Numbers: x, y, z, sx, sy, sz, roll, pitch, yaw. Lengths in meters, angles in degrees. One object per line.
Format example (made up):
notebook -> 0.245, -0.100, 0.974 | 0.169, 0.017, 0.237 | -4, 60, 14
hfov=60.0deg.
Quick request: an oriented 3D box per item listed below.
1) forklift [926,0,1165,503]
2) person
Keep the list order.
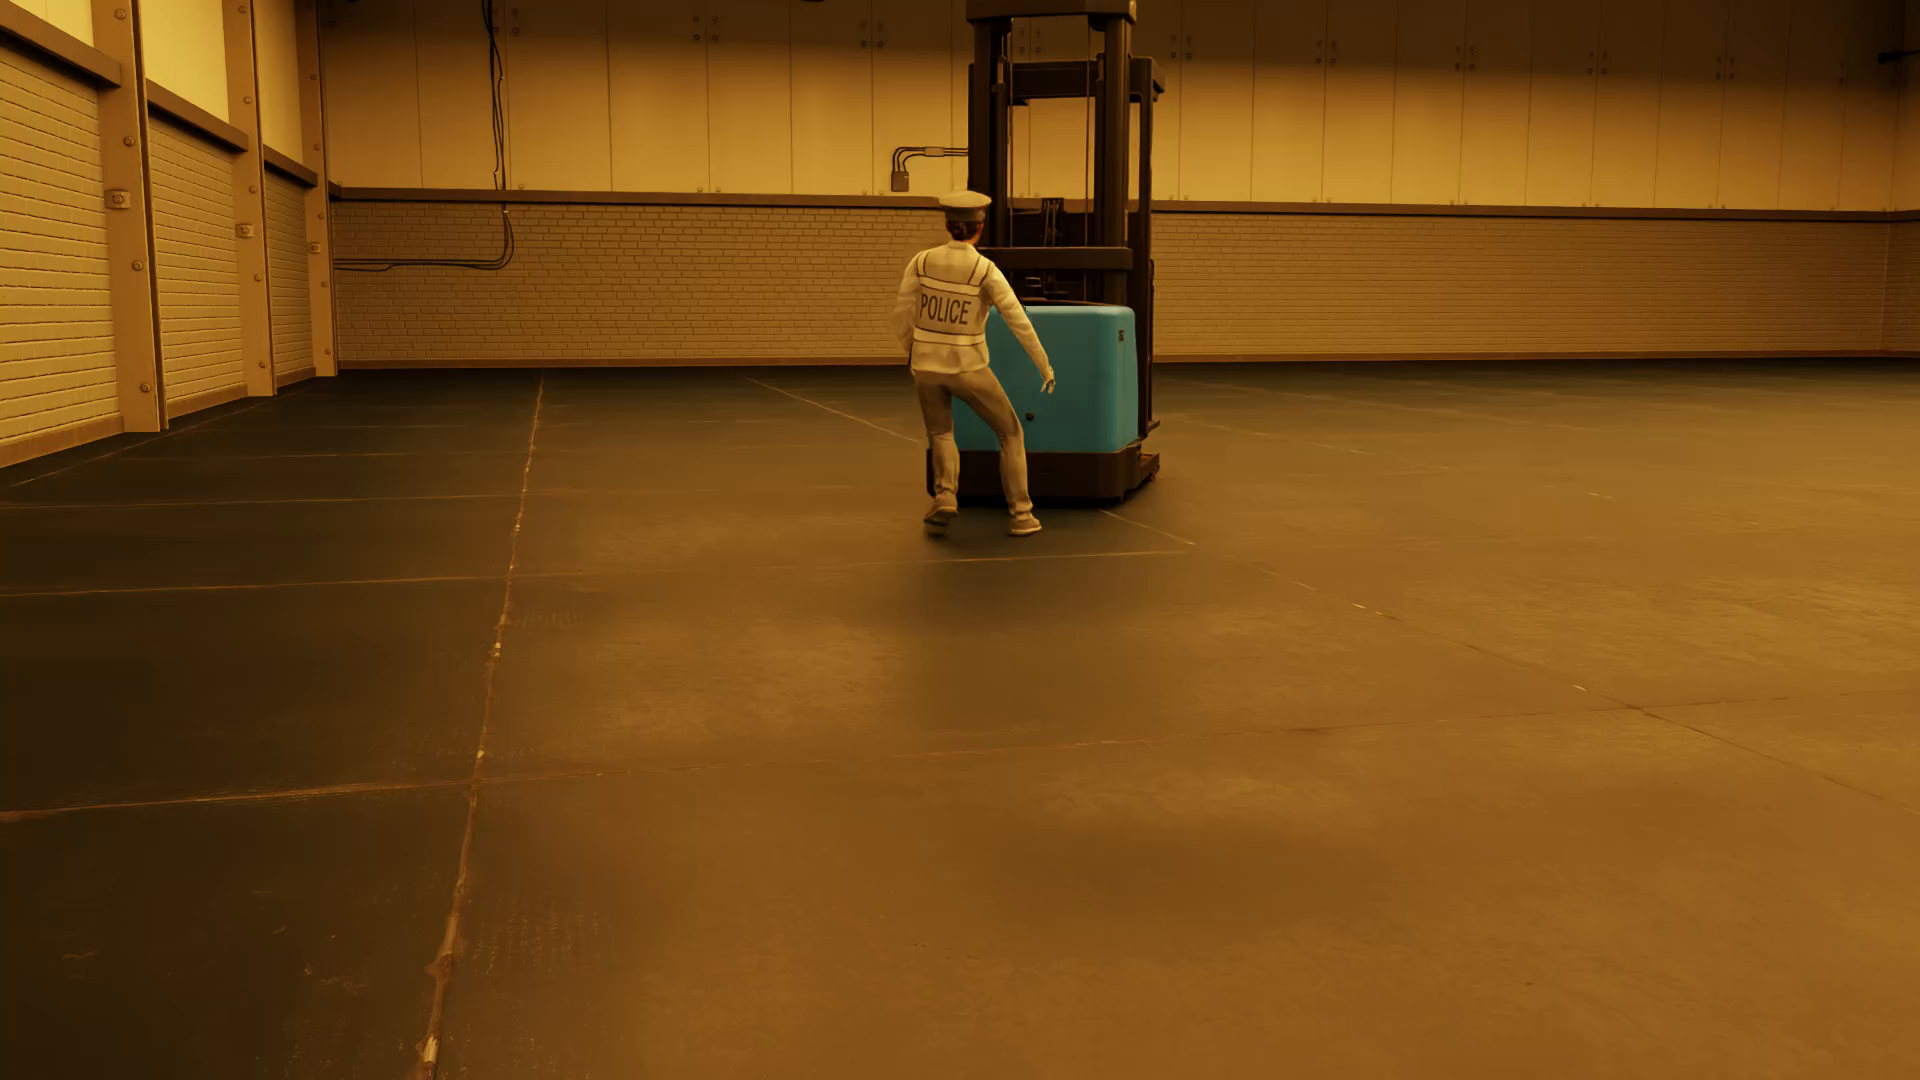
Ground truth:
forklift -> 0.643, -1.818, 10.121 | 1.130, 2.935, 3.031 | 2, 8, 13
person -> 0.070, -0.818, 7.780 | 0.714, 1.591, 0.549 | 3, 8, 20
